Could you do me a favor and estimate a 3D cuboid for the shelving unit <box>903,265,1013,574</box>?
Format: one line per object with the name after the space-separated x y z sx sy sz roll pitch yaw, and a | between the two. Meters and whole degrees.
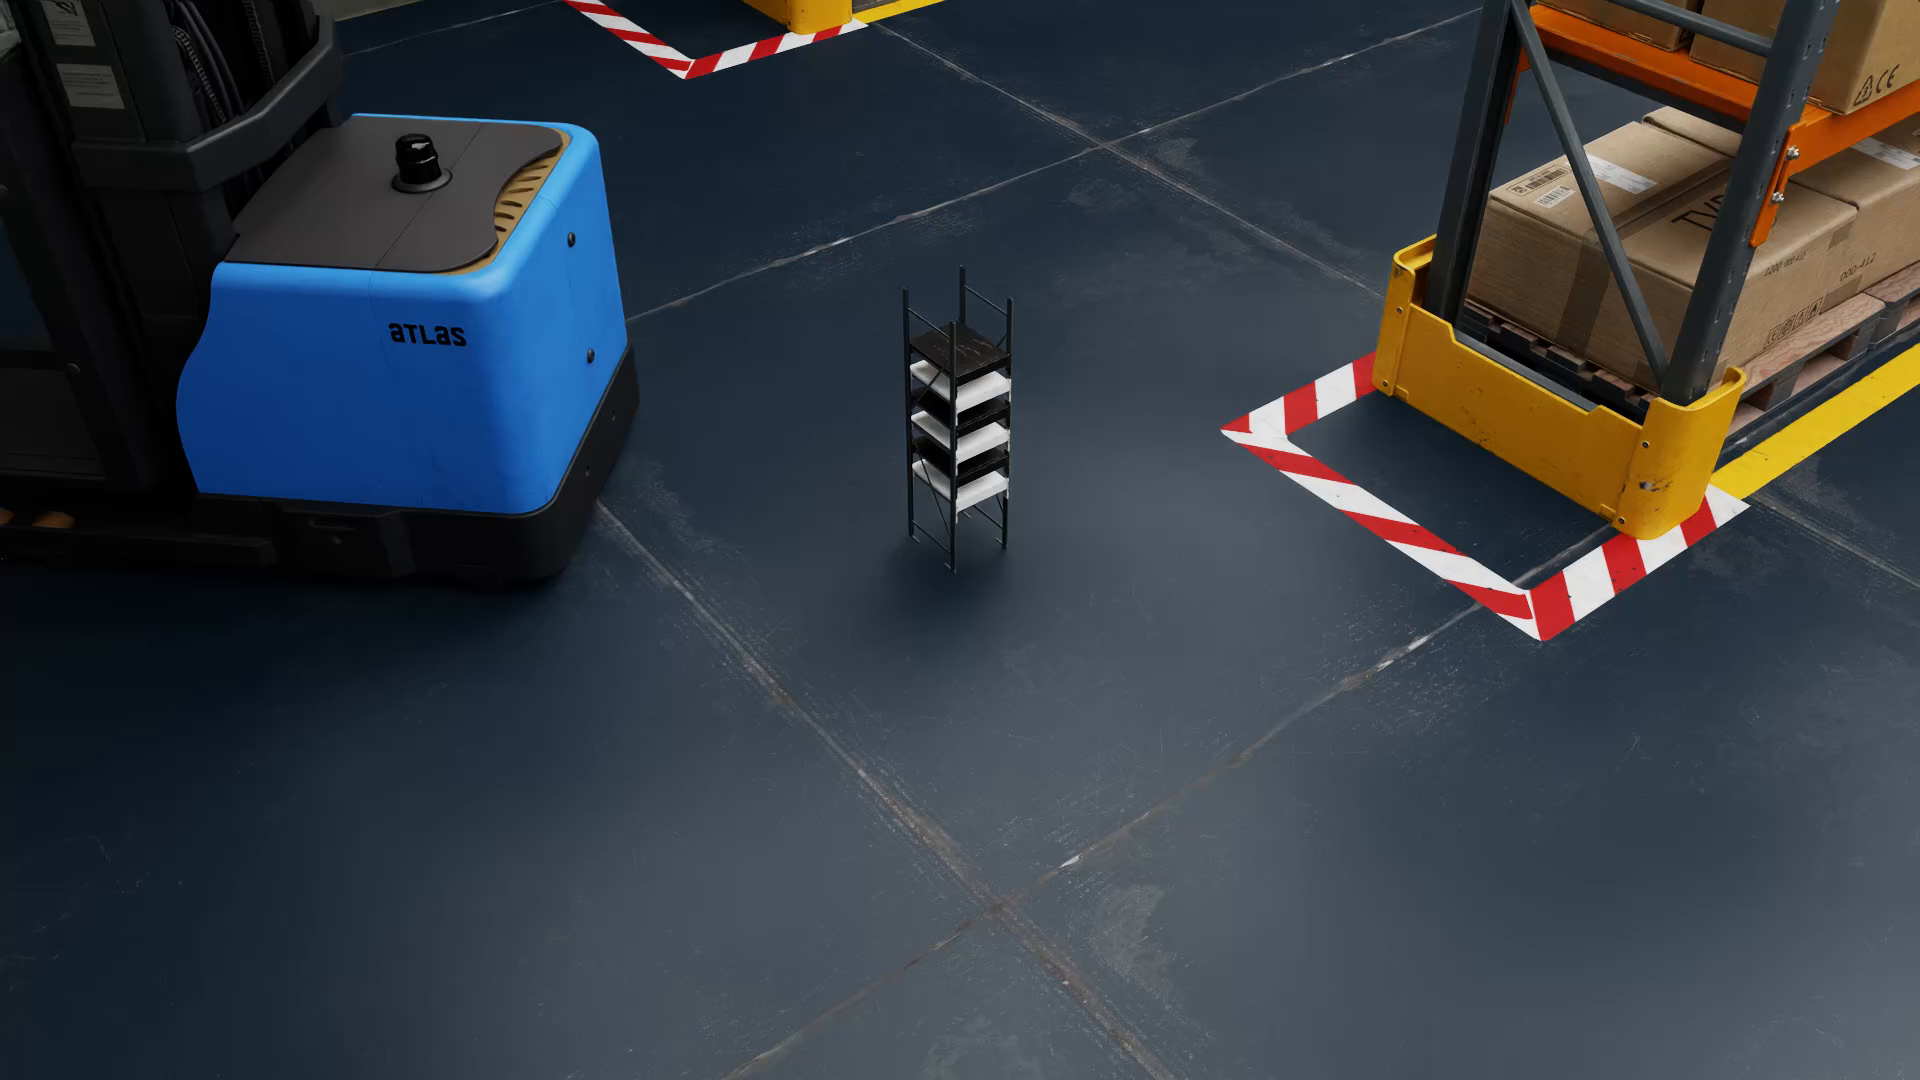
-0.006 -0.345 4.961 0.210 0.900 0.258 -26 46 -28 | shelving unit

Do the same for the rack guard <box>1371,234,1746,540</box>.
1.933 -0.535 5.509 0.348 0.500 1.175 -26 46 -28 | rack guard

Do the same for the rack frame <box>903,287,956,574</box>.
-0.087 -0.305 4.913 0.006 0.900 0.240 -26 46 -28 | rack frame

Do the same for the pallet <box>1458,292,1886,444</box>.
2.538 -0.781 6.036 1.213 0.211 1.003 -26 46 -28 | pallet

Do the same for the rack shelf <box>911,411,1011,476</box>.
-0.006 -0.319 4.982 0.200 0.077 0.258 -26 46 -28 | rack shelf

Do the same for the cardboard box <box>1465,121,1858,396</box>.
2.415 -0.988 5.779 0.875 0.438 0.875 -28 47 -29 | cardboard box

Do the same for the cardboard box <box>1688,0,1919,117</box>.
2.508 -1.591 4.745 0.500 0.500 0.500 -26 46 -28 | cardboard box

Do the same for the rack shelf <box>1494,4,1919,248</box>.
3.538 -2.006 5.897 4.000 0.370 1.077 -26 46 -28 | rack shelf

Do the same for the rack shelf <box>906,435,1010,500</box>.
-0.006 -0.249 5.039 0.200 0.077 0.258 -26 46 -28 | rack shelf

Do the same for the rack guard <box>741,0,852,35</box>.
-1.015 -3.069 8.597 0.348 0.500 1.175 -26 46 -28 | rack guard

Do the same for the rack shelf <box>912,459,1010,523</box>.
-0.006 -0.180 5.096 0.200 0.077 0.258 -26 46 -28 | rack shelf

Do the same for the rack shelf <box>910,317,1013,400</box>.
-0.006 -0.528 4.811 0.200 0.077 0.258 -26 46 -28 | rack shelf

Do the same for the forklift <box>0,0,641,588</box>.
-2.651 -1.387 4.629 3.031 2.935 1.130 4 40 5 | forklift

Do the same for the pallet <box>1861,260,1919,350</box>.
3.505 -1.250 6.608 1.213 0.211 1.003 -26 46 -28 | pallet

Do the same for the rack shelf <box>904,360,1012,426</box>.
-0.006 -0.458 4.868 0.200 0.077 0.258 -26 46 -28 | rack shelf

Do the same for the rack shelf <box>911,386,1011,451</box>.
-0.006 -0.389 4.925 0.200 0.077 0.258 -26 46 -28 | rack shelf

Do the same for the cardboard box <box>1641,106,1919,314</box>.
3.135 -1.346 6.215 0.875 0.438 0.875 -25 45 -27 | cardboard box

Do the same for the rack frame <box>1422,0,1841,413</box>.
1.952 -1.511 4.727 0.127 3.000 1.000 -26 46 -28 | rack frame

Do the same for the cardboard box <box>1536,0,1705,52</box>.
2.173 -1.869 5.085 0.500 0.500 0.500 -26 46 -28 | cardboard box

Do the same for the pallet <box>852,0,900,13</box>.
-0.384 -3.266 9.065 1.213 0.211 1.003 -26 46 -28 | pallet

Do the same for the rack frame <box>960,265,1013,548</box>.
0.074 -0.384 5.009 0.006 0.900 0.240 -26 46 -28 | rack frame
